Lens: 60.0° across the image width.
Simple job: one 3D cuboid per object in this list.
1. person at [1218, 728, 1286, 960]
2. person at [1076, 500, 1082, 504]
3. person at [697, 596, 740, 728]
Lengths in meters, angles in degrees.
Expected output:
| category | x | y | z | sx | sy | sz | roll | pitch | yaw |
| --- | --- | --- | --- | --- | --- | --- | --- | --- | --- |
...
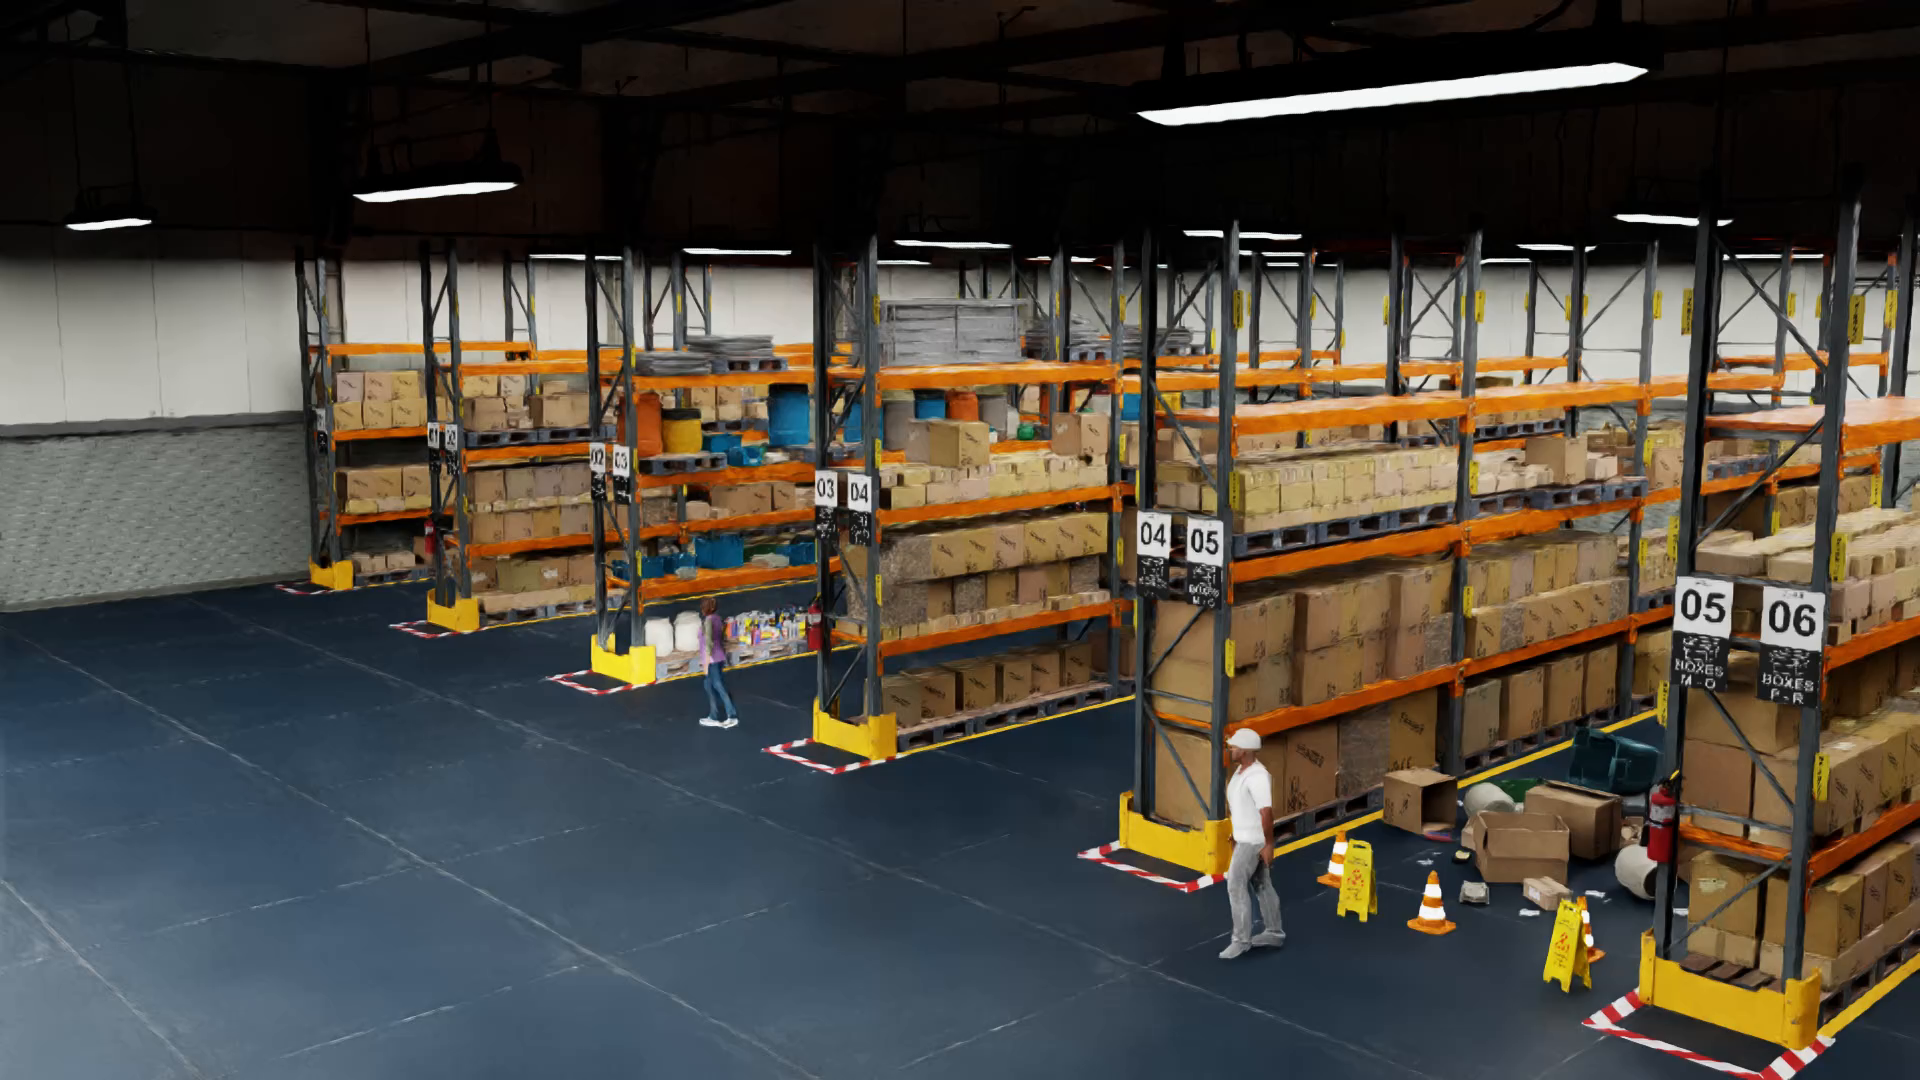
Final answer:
| category | x | y | z | sx | sy | sz | roll | pitch | yaw |
| --- | --- | --- | --- | --- | --- | --- | --- | --- | --- |
| person | 2.341 | 2.384 | 13.207 | 0.527 | 1.782 | 0.646 | 1 | 8 | 9 |
| person | 2.359 | -0.231 | 31.130 | 0.525 | 1.677 | 0.459 | -2 | 9 | -13 |
| person | -2.921 | 1.484 | 20.034 | 0.531 | 1.547 | 0.457 | 1 | 8 | 7 |
